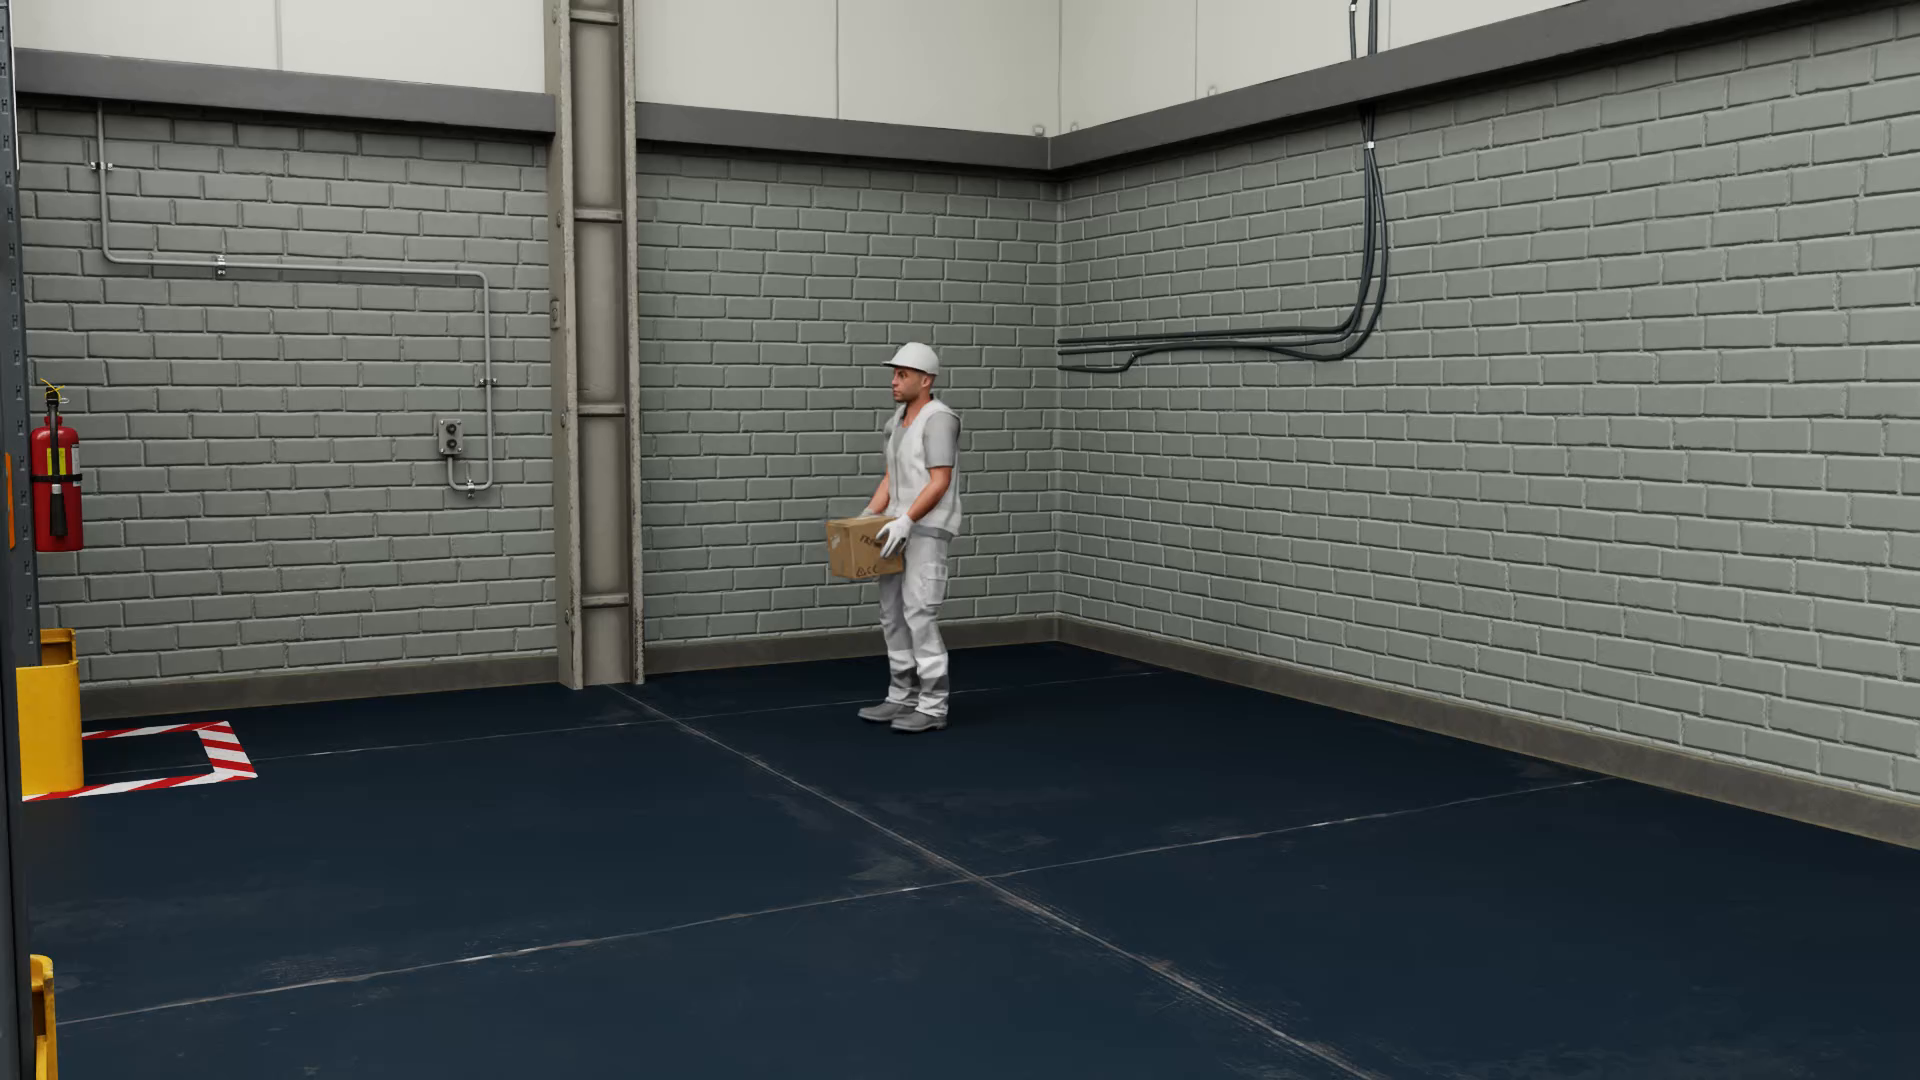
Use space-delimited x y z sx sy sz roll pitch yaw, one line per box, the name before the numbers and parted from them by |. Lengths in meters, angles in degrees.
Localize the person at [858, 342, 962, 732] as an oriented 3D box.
person | -0.245 -0.017 7.728 0.474 1.793 0.533 -3 6 -30
